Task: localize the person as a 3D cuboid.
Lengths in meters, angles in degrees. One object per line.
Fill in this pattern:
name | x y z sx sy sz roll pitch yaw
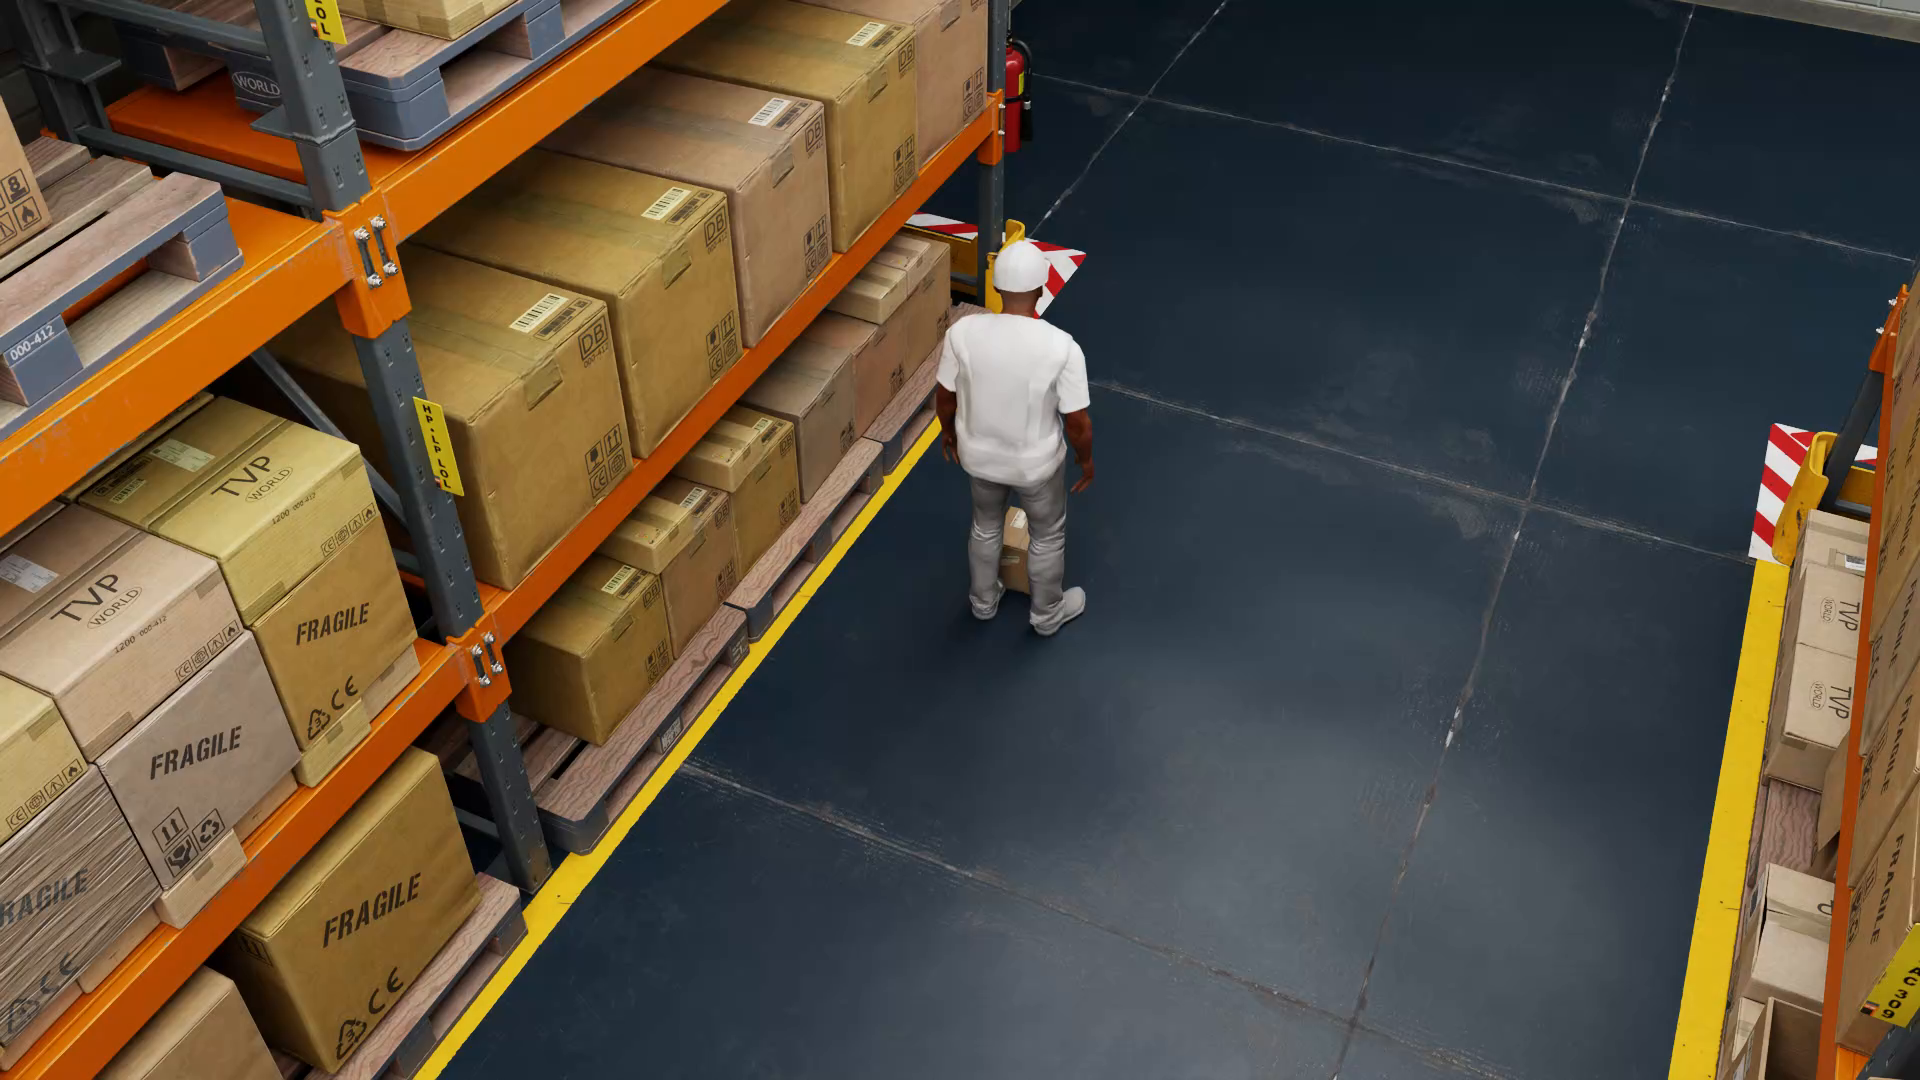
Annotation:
person | 0.220 -0.368 6.558 0.636 1.761 0.454 14 44 15
